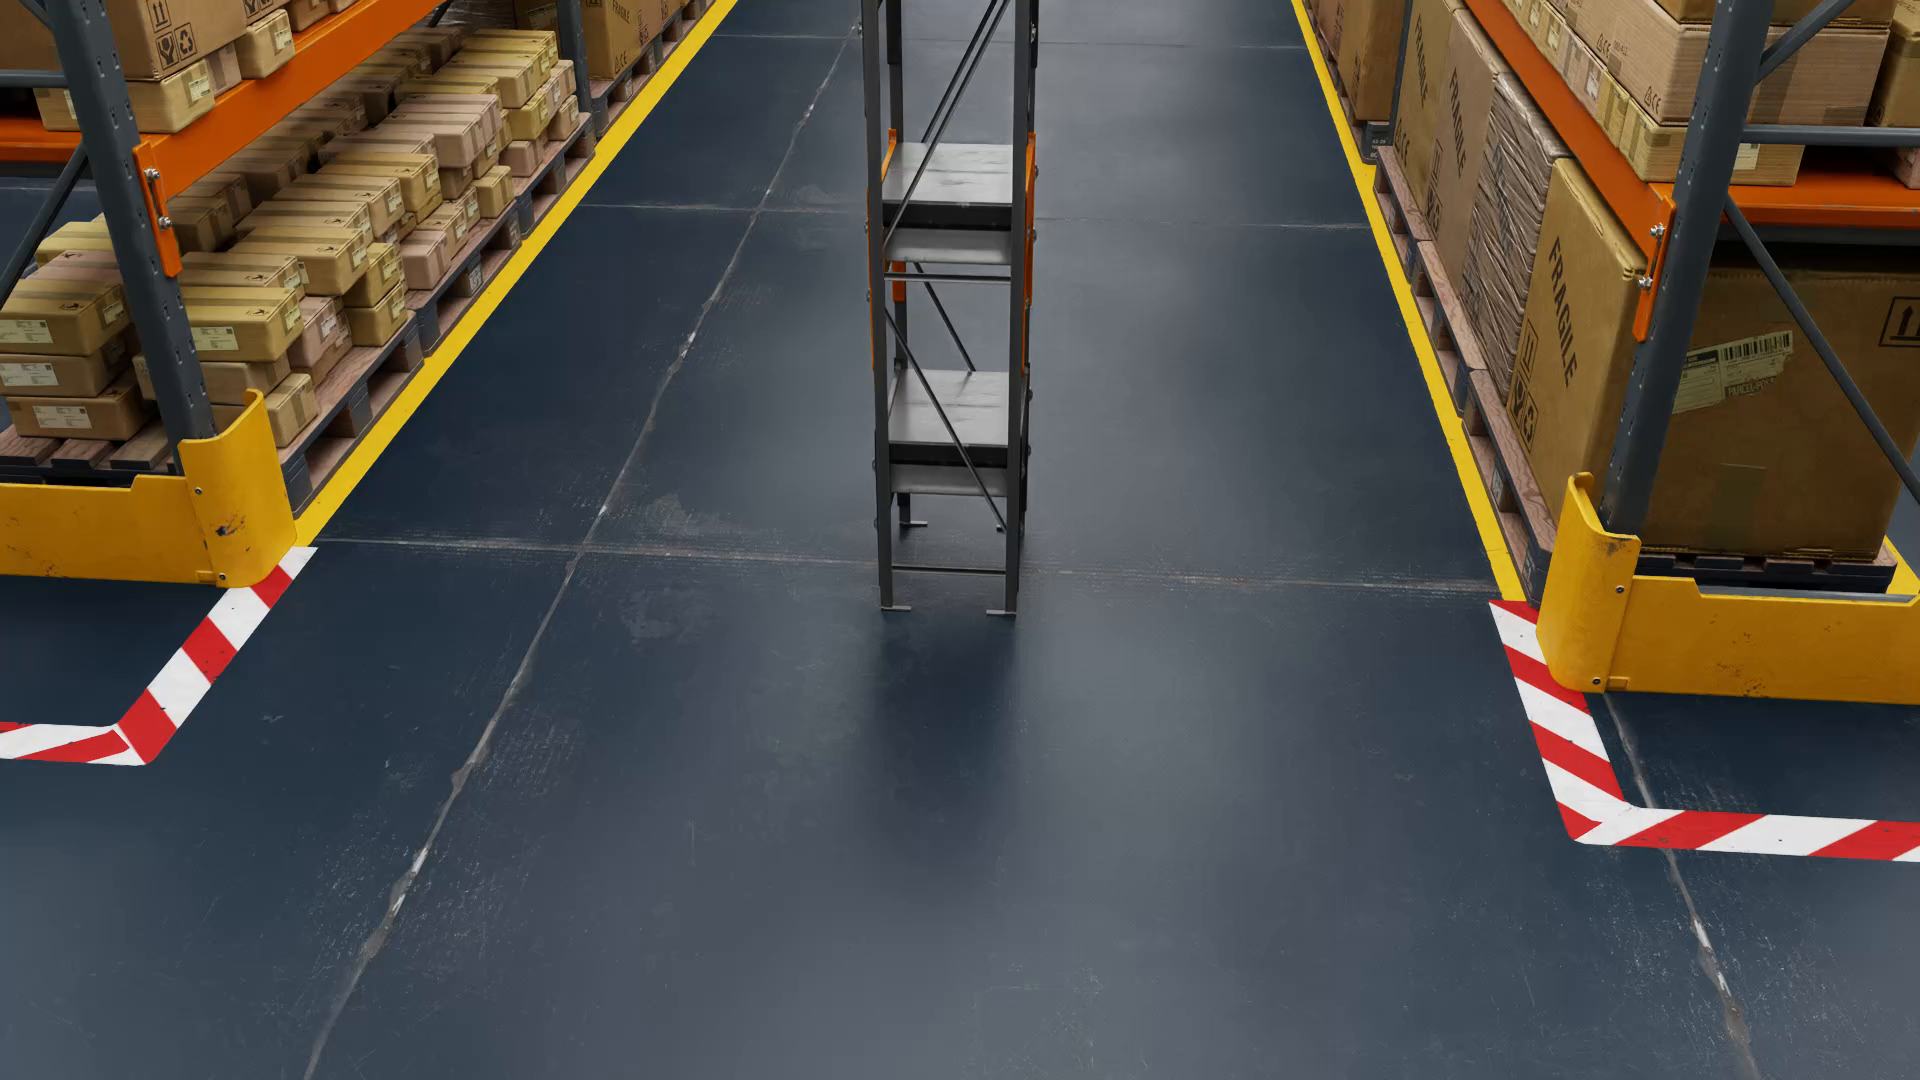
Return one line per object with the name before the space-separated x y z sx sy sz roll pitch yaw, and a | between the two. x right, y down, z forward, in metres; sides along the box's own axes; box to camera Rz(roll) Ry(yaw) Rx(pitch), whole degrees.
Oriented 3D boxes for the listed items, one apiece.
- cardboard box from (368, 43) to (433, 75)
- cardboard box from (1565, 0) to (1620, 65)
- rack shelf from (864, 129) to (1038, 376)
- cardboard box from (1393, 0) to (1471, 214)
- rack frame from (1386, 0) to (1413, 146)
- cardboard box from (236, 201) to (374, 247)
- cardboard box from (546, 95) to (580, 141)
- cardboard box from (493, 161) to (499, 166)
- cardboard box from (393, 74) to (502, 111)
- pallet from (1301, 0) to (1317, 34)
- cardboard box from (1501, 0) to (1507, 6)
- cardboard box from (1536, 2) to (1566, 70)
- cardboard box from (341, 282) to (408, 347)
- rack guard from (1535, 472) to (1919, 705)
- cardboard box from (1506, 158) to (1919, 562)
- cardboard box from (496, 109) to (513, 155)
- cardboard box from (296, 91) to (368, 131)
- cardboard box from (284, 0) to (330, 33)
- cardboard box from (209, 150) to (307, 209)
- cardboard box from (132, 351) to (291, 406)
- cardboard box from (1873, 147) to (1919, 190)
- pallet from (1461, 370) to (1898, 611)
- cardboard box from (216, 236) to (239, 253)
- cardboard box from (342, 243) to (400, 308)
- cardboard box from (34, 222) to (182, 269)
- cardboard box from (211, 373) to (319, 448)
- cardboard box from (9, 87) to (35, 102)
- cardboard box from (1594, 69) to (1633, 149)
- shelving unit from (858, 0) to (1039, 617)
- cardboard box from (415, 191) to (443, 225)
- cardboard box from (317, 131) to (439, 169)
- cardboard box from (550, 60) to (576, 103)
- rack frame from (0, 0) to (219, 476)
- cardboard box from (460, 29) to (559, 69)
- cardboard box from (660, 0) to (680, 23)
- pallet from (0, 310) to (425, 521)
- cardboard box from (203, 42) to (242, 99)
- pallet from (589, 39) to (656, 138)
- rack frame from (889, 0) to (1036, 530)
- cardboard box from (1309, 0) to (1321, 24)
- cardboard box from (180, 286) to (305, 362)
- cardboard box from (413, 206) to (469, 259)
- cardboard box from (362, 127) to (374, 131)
cardboard box | -2.683 -2.201 7.712 0.380 0.149 0.250 4 32 6
cardboard box | 2.059 -1.532 4.736 0.500 0.250 0.500 2 32 3
rack shelf | -0.013 -0.796 4.566 0.431 0.518 0.480 2 32 4
cardboard box | 2.435 -1.963 7.201 0.875 0.875 0.875 2 32 4
rack frame | 2.568 -3.031 7.309 1.000 3.000 0.127 2 32 4
cardboard box | -2.323 -1.090 5.910 0.380 0.149 0.250 1 32 2
cardboard box | -2.060 -2.041 8.020 0.380 0.149 0.250 3 32 5
cardboard box | -2.264 -1.635 7.361 0.380 0.149 0.250 2 32 3
cardboard box | -2.230 -1.918 7.254 0.380 0.149 0.250 3 32 6
pallet | 2.754 -3.526 10.770 1.003 0.211 1.213 2 32 4
cardboard box | 2.087 -1.968 5.824 0.380 0.149 0.250 2 32 3
cardboard box | 2.025 -1.566 5.172 0.380 0.149 0.250 2 32 3
cardboard box | -2.248 -0.829 6.053 0.380 0.149 0.250 3 32 5
rack guard | 2.240 0.138 4.550 1.175 0.500 0.348 2 32 4
cardboard box | 2.215 -0.551 4.910 0.875 0.875 0.875 2 32 4
cardboard box | -2.208 -1.799 7.344 0.380 0.149 0.250 3 32 4
cardboard box | -2.755 -1.800 7.061 0.380 0.149 0.250 3 32 5
cardboard box | -2.354 -1.808 5.563 0.380 0.149 0.250 2 32 3
cardboard box | -2.748 -1.388 6.393 0.380 0.149 0.250 1 32 2
cardboard box | -2.394 -0.558 5.331 0.380 0.149 0.250 4 32 6
cardboard box | 2.600 -1.004 4.259 0.380 0.149 0.250 3 32 5
pallet | 2.229 -0.173 5.330 1.003 0.211 1.213 2 32 4
cardboard box | -2.769 -0.992 6.033 0.380 0.149 0.250 2 32 3
cardboard box | -2.255 -0.961 5.983 0.380 0.149 0.250 3 32 6
cardboard box | -2.930 -0.980 5.730 0.380 0.149 0.250 2 32 3
cardboard box | -2.331 -0.429 5.404 0.380 0.149 0.250 3 32 5
cardboard box | -2.890 -1.408 4.915 0.380 0.149 0.250 2 32 4
cardboard box | 1.963 -1.168 4.526 0.380 0.149 0.250 3 32 4
shelving unit | -0.013 -0.807 4.559 0.431 2.100 0.503 2 32 4
cardboard box | -2.315 -1.388 6.676 0.380 0.149 0.250 4 32 6
cardboard box | -2.299 -1.506 6.585 0.380 0.149 0.250 3 32 4
cardboard box | -2.076 -2.209 8.009 0.380 0.149 0.250 3 32 5
rack frame | -2.693 -1.204 4.344 1.000 3.000 0.127 2 32 4
cardboard box | -2.137 -2.317 7.900 0.380 0.149 0.250 3 32 5
cardboard box | -1.972 -3.336 9.787 0.500 0.500 0.500 3 32 5
pallet | -2.585 -0.480 5.827 1.003 0.211 1.213 2 32 4
cardboard box | -2.360 -1.387 4.881 0.380 0.149 0.250 4 32 6
pallet | -2.305 -2.515 9.130 1.003 0.211 1.213 2 32 4
rack frame | 0.006 -0.935 4.766 0.400 2.100 0.015 2 32 4
cardboard box | 2.736 -3.571 9.810 1.225 0.875 0.875 3 32 4
cardboard box | -2.312 -0.682 5.247 0.380 0.149 0.250 1 32 2
cardboard box | -2.219 -1.239 6.718 0.380 0.149 0.250 2 32 4
cardboard box | -2.701 -1.662 7.122 0.380 0.149 0.250 4 32 6
